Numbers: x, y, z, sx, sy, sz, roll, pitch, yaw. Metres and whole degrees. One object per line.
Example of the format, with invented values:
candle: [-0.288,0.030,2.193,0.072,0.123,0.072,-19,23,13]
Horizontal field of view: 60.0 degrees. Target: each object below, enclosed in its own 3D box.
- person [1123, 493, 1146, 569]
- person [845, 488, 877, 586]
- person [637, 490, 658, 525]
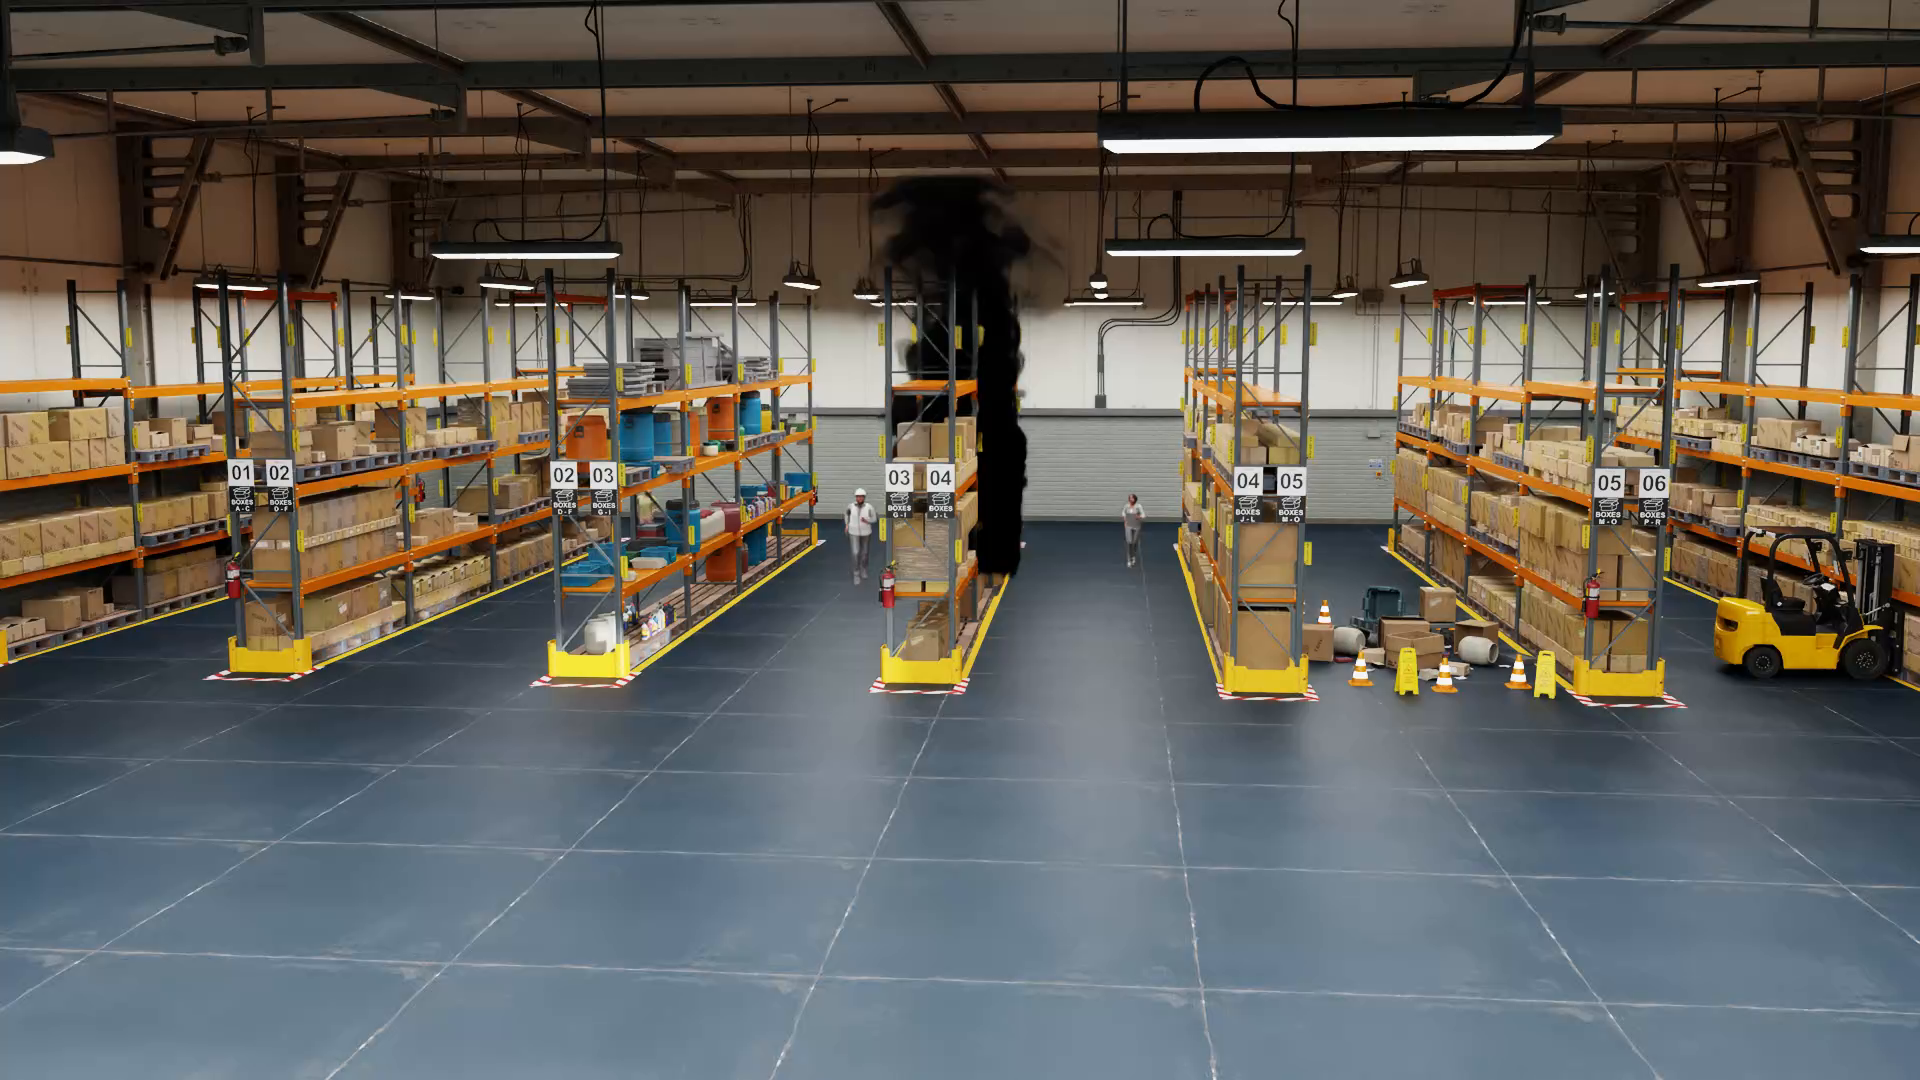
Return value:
person: [3.817,-0.220,36.518,0.516,1.637,0.764,1,7,10]
person: [-1.921,-0.080,32.173,0.627,1.848,0.822,0,7,-3]
person: [-7.272,-0.475,38.400,0.614,1.640,0.598,0,7,-3]
